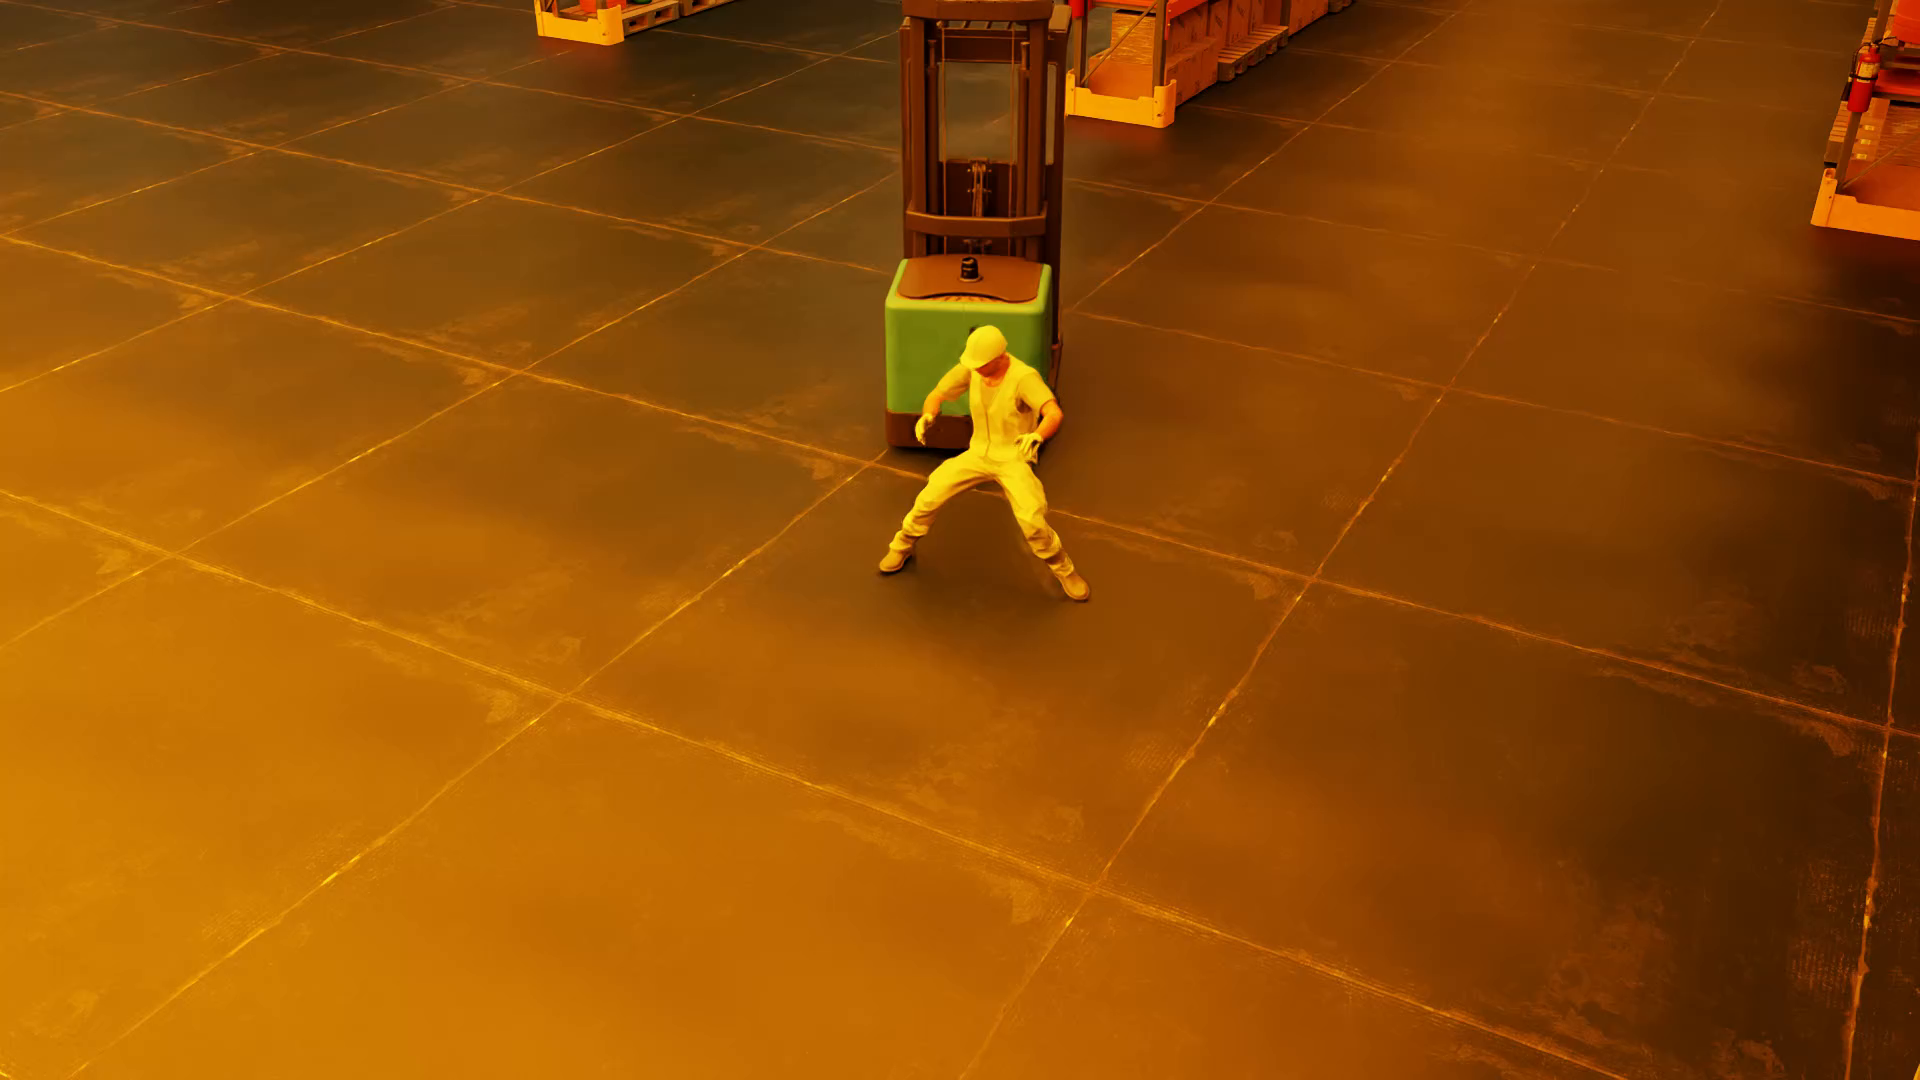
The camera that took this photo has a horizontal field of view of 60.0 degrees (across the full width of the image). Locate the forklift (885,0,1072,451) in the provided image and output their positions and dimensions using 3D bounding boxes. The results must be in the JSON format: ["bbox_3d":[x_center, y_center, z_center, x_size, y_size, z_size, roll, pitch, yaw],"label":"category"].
[{"bbox_3d":[0.179,-2.553,11.494,1.130,2.935,3.031,3,30,5],"label":"forklift"}]

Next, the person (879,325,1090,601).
[{"bbox_3d":[0.160,-0.439,9.216,1.228,1.547,0.691,22,37,33],"label":"person"}]
